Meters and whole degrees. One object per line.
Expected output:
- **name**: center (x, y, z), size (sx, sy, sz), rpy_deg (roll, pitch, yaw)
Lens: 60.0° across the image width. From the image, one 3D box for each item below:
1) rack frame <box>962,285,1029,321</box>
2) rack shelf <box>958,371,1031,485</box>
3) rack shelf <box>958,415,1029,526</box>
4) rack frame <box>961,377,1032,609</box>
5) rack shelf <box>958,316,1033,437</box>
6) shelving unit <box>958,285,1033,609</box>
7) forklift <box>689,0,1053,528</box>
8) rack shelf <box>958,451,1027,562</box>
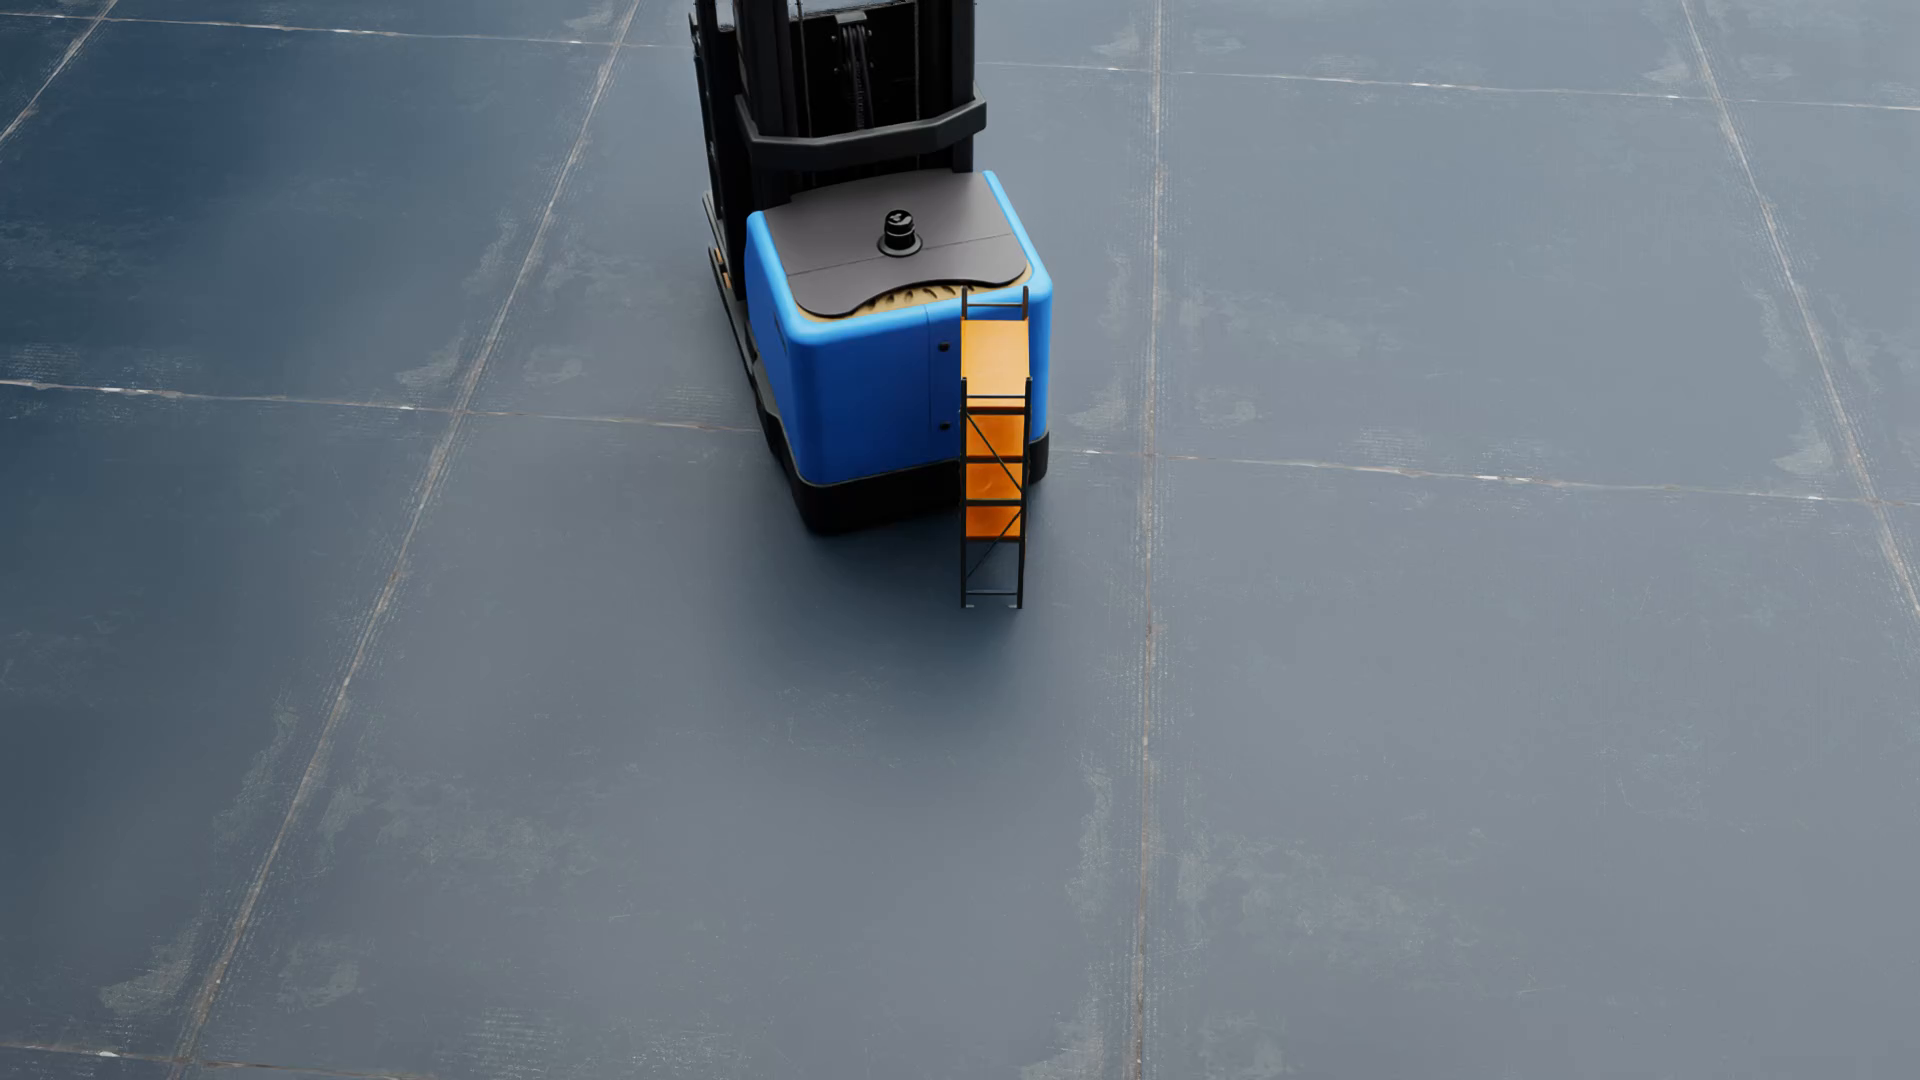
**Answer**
- **rack frame**: center (0.126, -0.502, 6.396), size (0.240, 1.200, 0.015), rpy_deg (0, 48, 0)
- **rack shelf**: center (0.124, -0.427, 6.115), size (0.258, 0.148, 0.480), rpy_deg (0, 48, 0)
- **rack shelf**: center (0.124, -0.276, 6.281), size (0.258, 0.148, 0.480), rpy_deg (0, 48, 0)
- **rack frame**: center (0.123, -0.141, 6.066), size (0.240, 1.200, 0.015), rpy_deg (0, 48, 0)
- **rack shelf**: center (0.124, -0.587, 5.941), size (0.258, 0.148, 0.480), rpy_deg (0, 48, 0)
- **shelving unit**: center (0.124, -0.321, 6.231), size (0.258, 1.200, 0.503), rpy_deg (0, 48, 0)
- **forklift**: center (-0.549, -2.149, 6.729), size (1.130, 2.935, 3.031), rpy_deg (-13, 49, -11)
- **rack shelf**: center (0.124, -0.142, 6.427), size (0.258, 0.148, 0.480), rpy_deg (0, 48, 0)
